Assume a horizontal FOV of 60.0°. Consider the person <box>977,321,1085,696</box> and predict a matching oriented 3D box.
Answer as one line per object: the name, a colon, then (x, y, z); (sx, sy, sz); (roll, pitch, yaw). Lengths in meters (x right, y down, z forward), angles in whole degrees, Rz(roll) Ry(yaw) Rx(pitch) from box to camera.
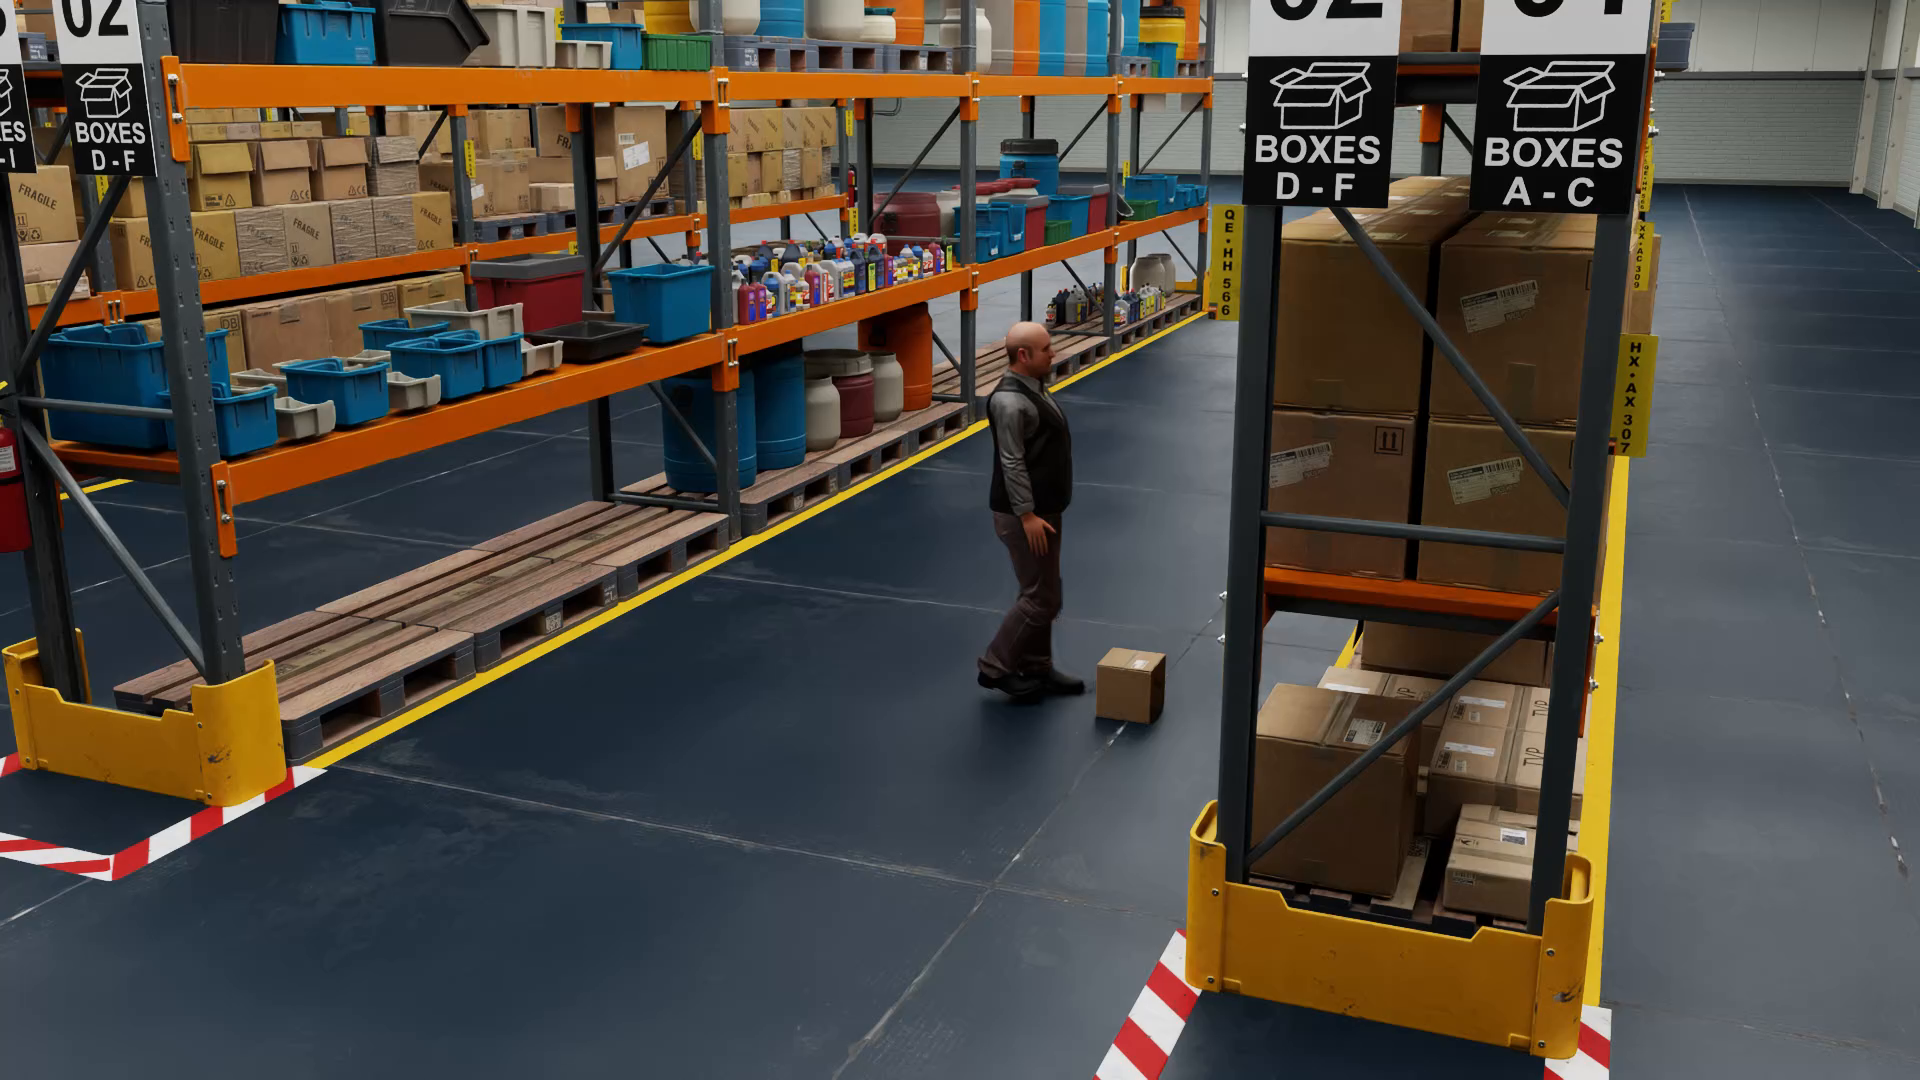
person: (0.325, -0.116, 7.458); (0.463, 1.731, 0.552); (4, 16, 14)
